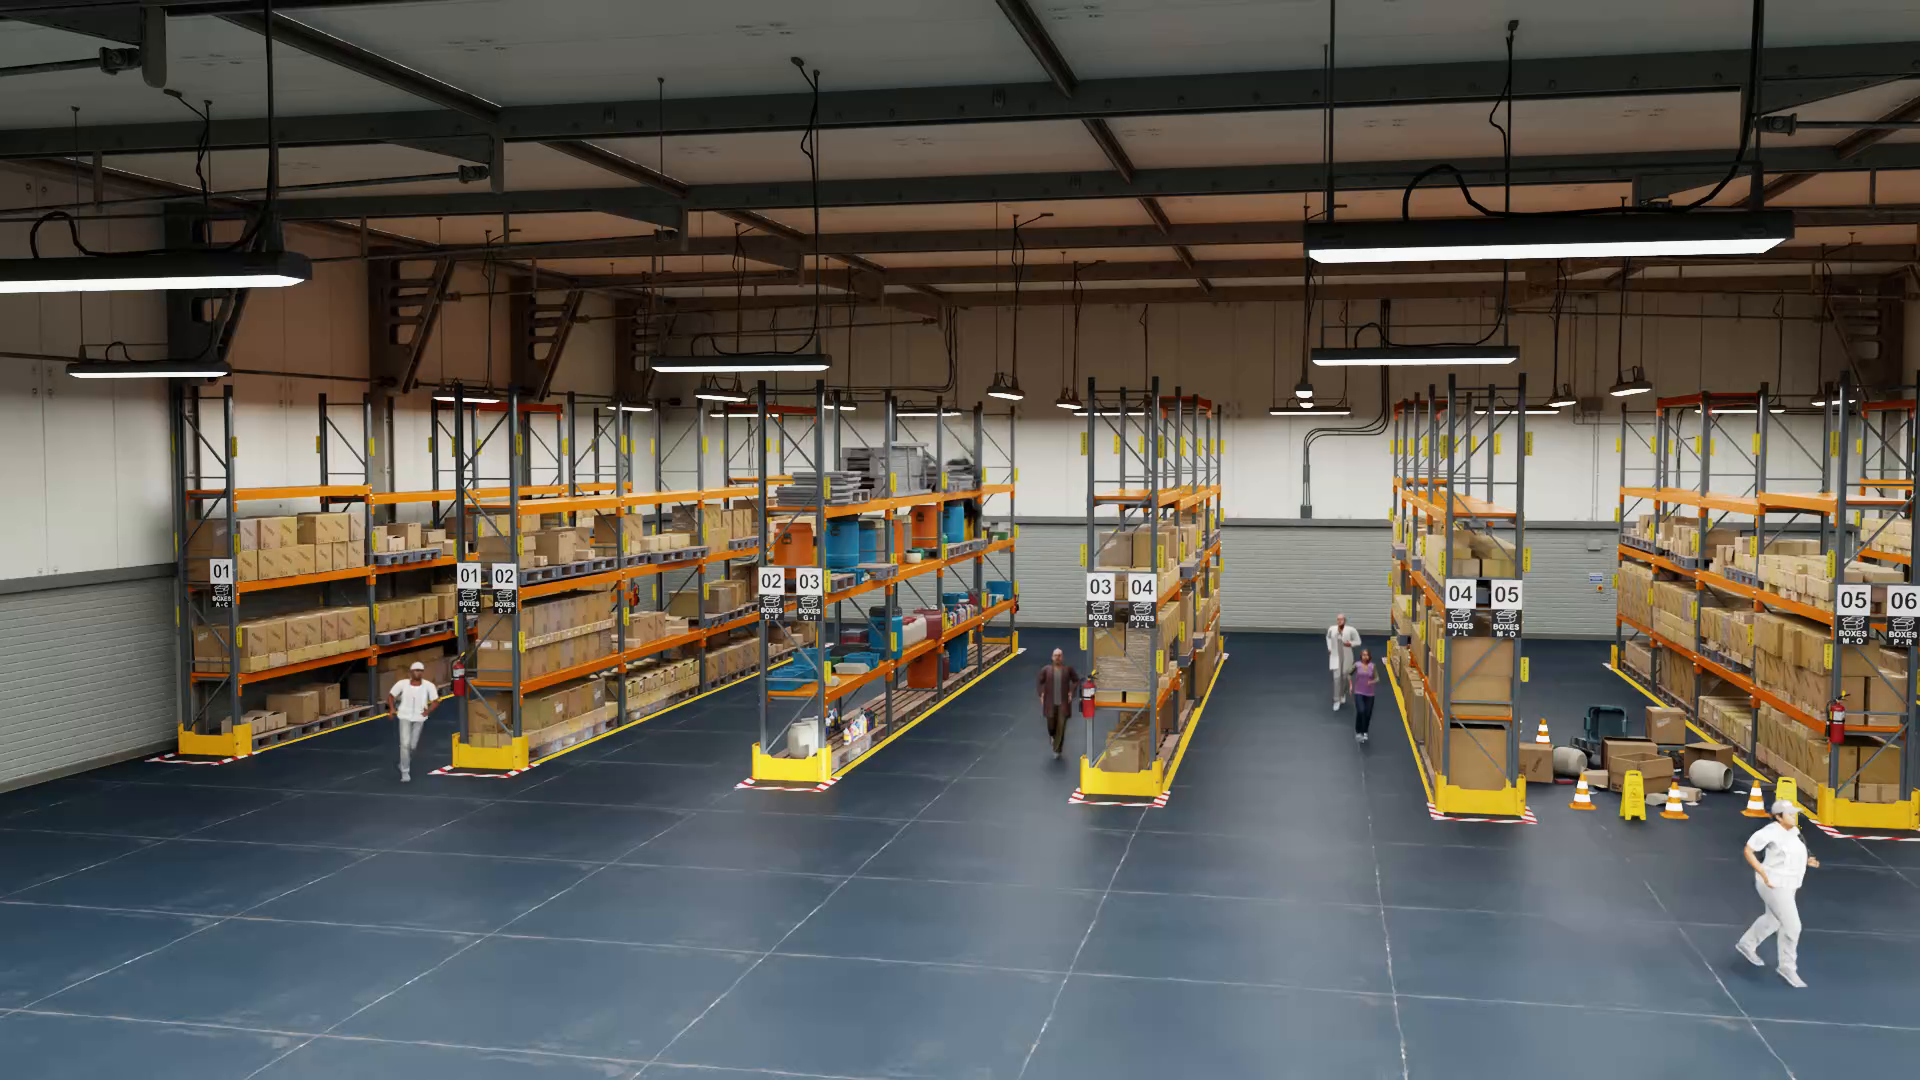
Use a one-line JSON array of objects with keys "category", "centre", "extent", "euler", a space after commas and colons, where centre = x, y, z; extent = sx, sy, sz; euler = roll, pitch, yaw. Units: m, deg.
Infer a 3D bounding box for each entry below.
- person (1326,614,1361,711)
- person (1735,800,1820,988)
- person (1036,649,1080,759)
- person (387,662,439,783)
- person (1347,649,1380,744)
[{"category": "person", "centre": [7.364, 2.320, 31.972], "extent": [0.679, 1.817, 0.974], "euler": [1, 3, 17]}, {"category": "person", "centre": [7.716, 3.293, 15.726], "extent": [0.596, 1.719, 0.739], "euler": [-2, 4, -38]}, {"category": "person", "centre": [1.585, 2.633, 26.917], "extent": [0.711, 1.743, 0.756], "euler": [0, 3, 4]}, {"category": "person", "centre": [-8.282, 2.729, 25.217], "extent": [0.731, 1.747, 0.823], "euler": [-2, 4, -25]}, {"category": "person", "centre": [6.813, 2.630, 28.060], "extent": [0.505, 1.597, 0.667], "euler": [0, 3, 5]}]
